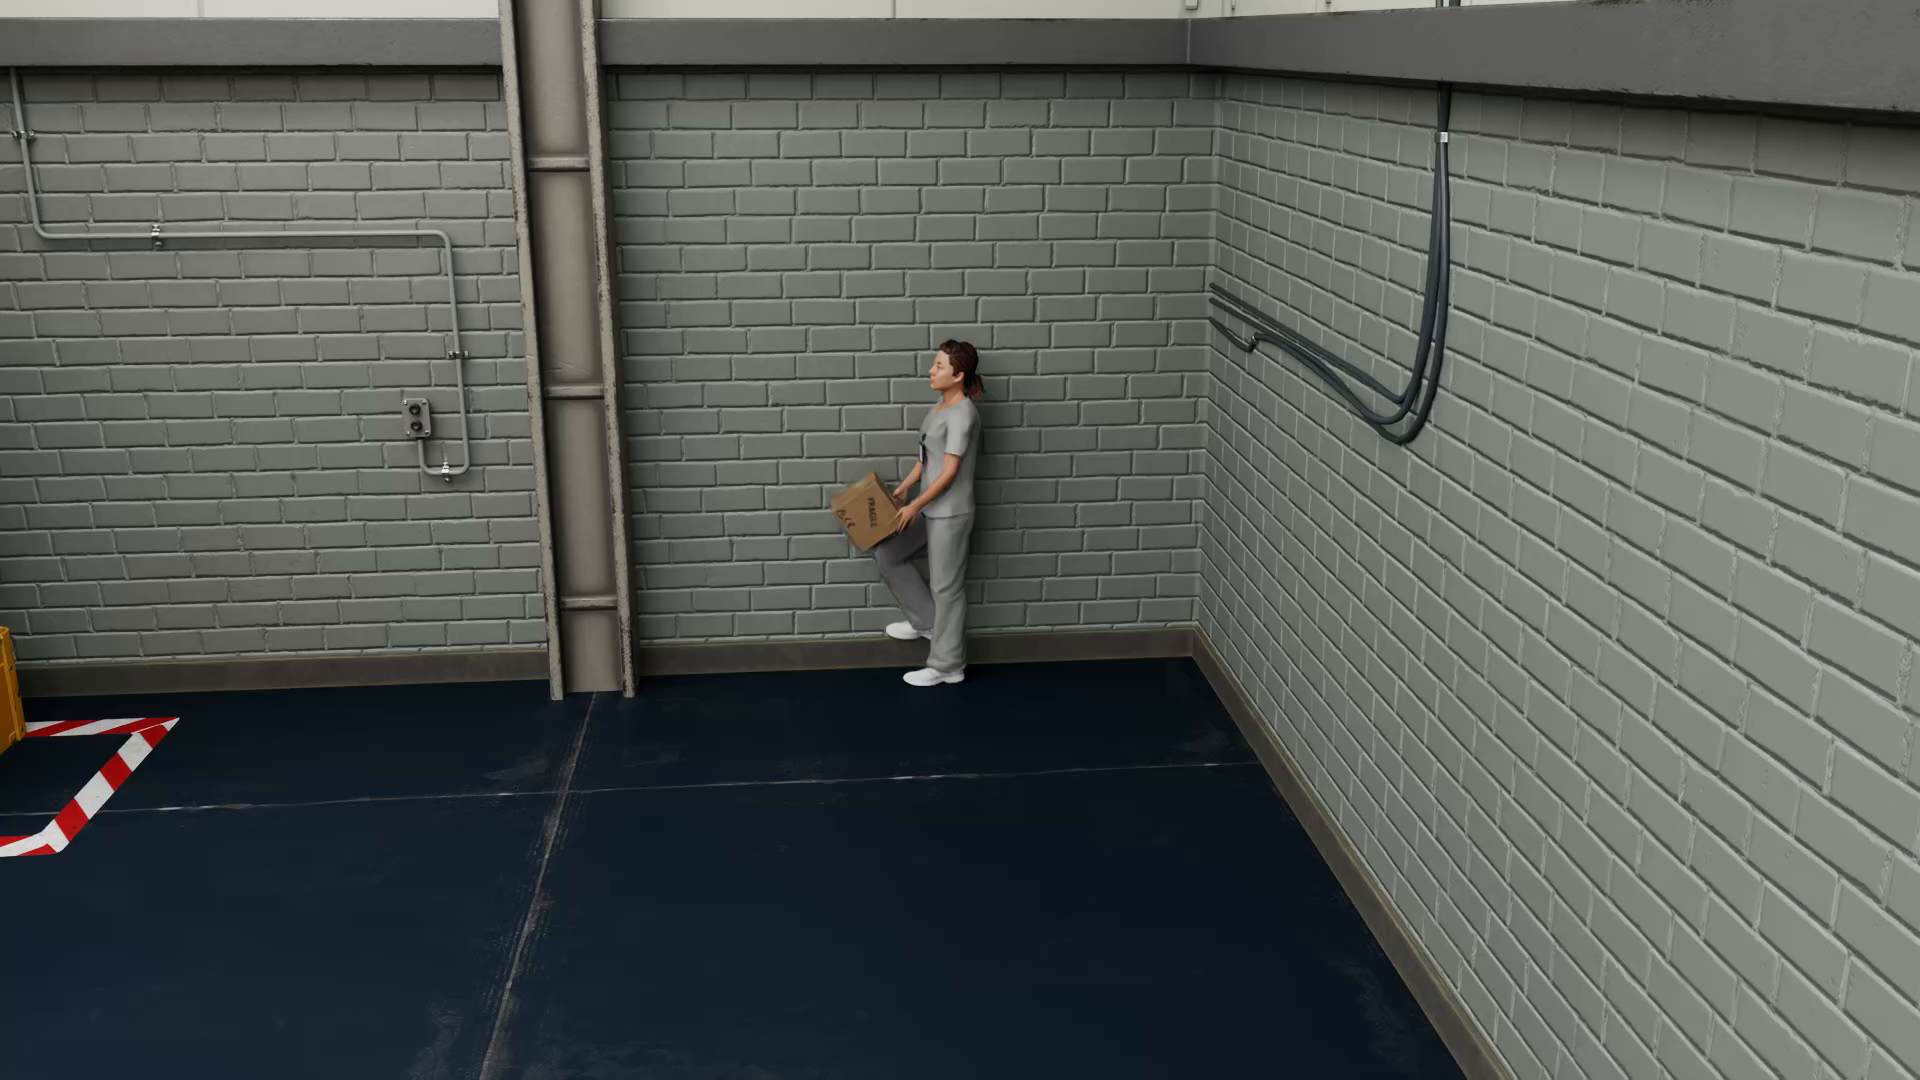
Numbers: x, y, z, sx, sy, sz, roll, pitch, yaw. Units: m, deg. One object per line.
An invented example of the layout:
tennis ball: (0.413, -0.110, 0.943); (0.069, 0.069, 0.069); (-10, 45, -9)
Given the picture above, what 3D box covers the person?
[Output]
person: (-0.130, -0.125, 7.933); (0.518, 1.679, 0.485); (-3, 17, -10)
